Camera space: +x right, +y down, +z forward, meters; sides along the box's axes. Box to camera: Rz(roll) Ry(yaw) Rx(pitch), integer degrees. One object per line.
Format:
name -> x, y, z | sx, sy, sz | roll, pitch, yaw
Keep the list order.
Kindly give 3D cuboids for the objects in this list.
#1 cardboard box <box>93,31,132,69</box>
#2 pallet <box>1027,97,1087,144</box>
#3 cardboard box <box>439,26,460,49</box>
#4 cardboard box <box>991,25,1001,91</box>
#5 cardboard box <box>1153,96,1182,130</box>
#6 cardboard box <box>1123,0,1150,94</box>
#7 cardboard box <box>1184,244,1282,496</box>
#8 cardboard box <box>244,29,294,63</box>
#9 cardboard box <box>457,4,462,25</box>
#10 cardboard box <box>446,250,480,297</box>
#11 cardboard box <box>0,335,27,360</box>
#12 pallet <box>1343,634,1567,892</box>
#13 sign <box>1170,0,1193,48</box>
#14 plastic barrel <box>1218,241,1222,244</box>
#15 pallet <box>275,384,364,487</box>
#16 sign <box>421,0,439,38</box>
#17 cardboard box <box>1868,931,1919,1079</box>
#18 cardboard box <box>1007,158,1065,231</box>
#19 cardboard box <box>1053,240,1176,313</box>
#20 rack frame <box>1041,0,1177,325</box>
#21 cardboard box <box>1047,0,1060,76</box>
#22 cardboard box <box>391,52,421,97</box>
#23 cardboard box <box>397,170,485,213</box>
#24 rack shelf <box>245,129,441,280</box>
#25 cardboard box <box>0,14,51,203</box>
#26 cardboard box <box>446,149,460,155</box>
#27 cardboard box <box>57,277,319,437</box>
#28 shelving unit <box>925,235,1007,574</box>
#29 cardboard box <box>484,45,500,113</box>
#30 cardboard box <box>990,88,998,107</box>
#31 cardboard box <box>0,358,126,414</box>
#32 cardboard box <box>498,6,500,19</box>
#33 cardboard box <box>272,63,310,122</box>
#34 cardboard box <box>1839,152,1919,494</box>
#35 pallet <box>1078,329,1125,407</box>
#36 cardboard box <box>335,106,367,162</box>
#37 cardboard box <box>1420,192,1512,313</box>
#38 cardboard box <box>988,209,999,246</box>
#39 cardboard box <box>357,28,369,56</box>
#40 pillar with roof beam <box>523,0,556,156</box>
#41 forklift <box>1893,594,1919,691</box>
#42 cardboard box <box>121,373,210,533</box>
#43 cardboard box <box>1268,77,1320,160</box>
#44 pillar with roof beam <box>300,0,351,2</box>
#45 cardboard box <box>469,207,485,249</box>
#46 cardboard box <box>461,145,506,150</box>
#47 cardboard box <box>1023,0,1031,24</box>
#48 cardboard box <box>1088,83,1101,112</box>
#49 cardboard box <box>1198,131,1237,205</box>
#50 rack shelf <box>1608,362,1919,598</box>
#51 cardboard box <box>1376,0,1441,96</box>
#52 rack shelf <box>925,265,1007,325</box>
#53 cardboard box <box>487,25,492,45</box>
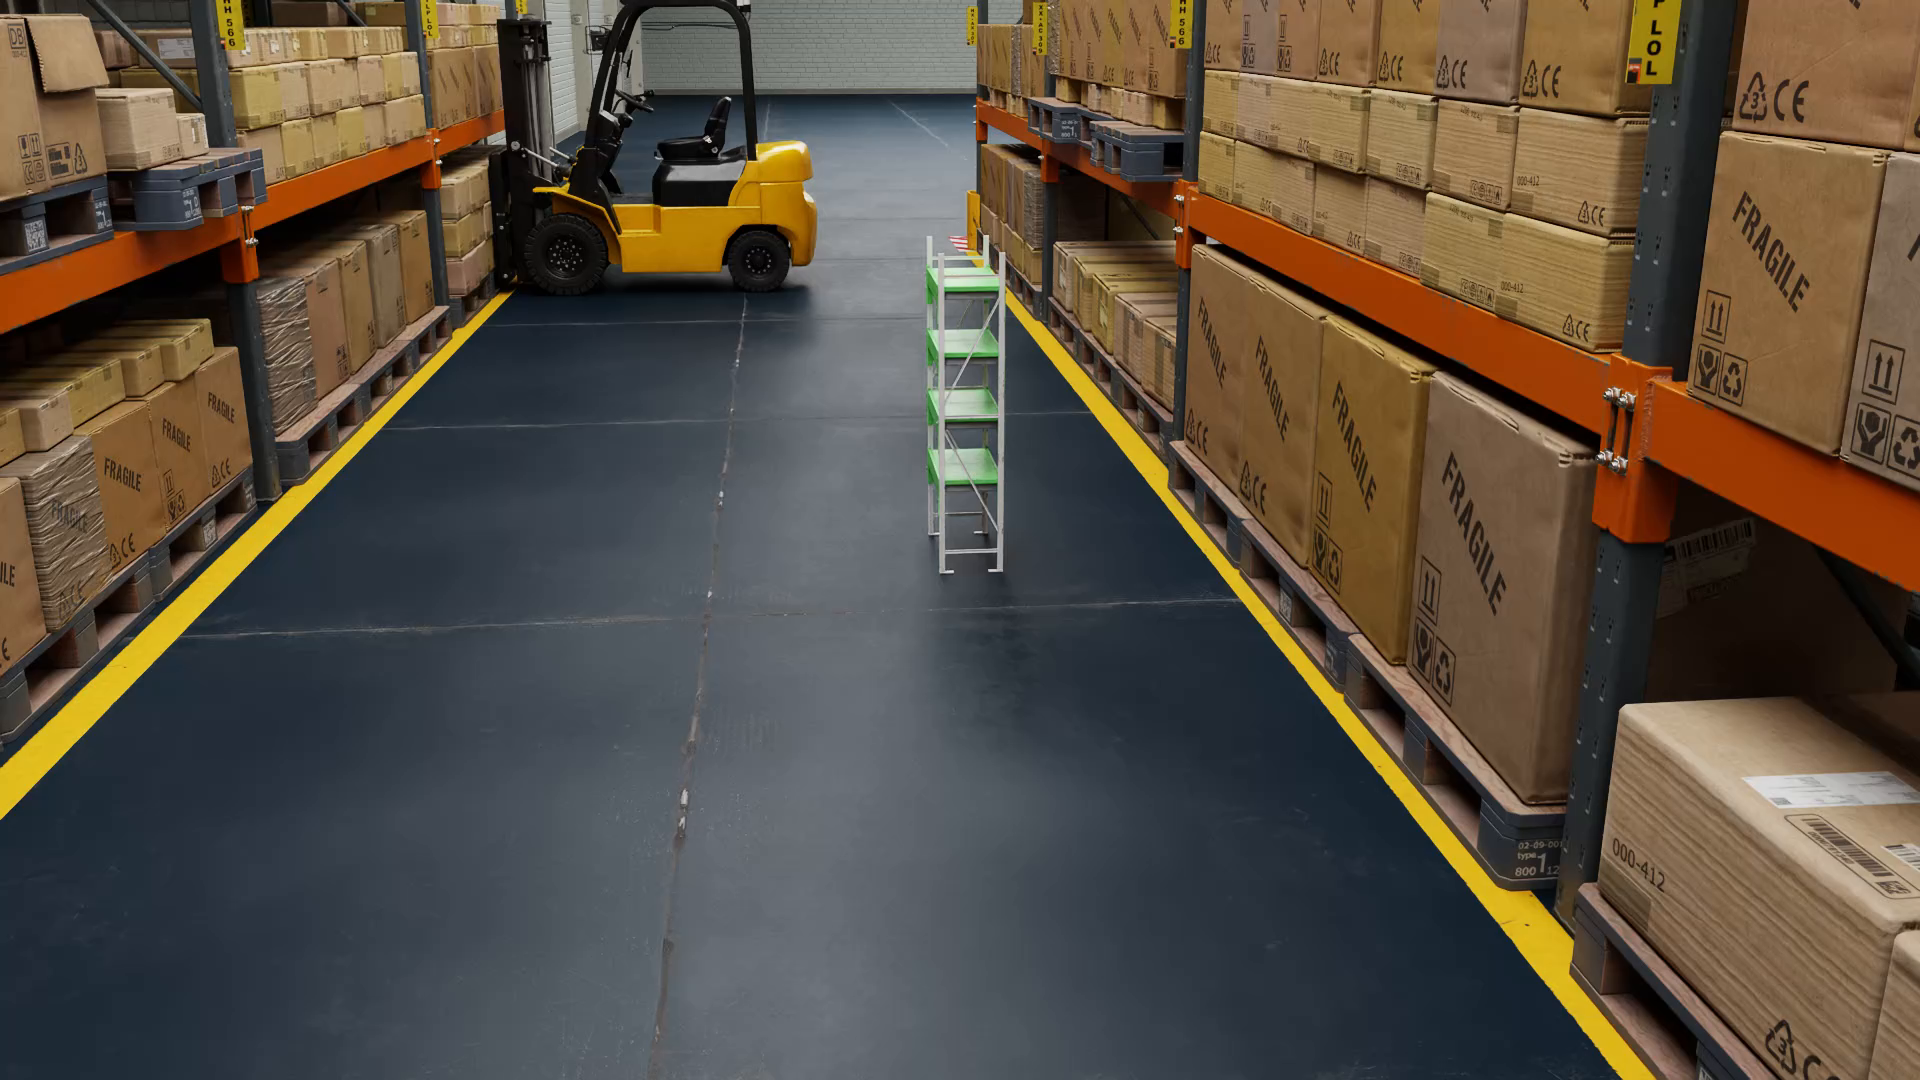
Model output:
cardboard box -> -3.695, -2.038, 6.911 | 0.380, 0.149, 0.250 | -1, 17, -4
pallet -> 0.998, -2.613, 10.311 | 1.003, 0.211, 1.213 | -2, 18, -6
cardboard box -> -3.678, -3.472, 11.478 | 0.380, 0.149, 0.250 | -1, 17, -4
cardboard box -> 0.535, -3.862, 13.307 | 0.500, 0.500, 0.500 | -2, 18, -7
cardboard box -> 1.109, -1.993, 7.736 | 0.380, 0.149, 0.250 | -2, 17, -5
cardboard box -> 1.089, -2.415, 7.997 | 0.500, 0.500, 0.500 | -2, 18, -7
cardboard box -> 1.465, -0.723, 6.818 | 0.875, 0.875, 0.875 | -2, 18, -6
cardboard box -> -3.320, -2.284, 7.695 | 0.380, 0.149, 0.250 | -2, 17, -5
cardboard box -> -3.866, -3.840, 12.155 | 0.380, 0.149, 0.250 | -2, 18, -5
cardboard box -> -3.593, -1.825, 11.371 | 0.500, 0.250, 0.500 | -2, 18, -5
cardboard box -> -3.716, -0.662, 6.168 | 0.380, 0.149, 0.250 | -1, 17, -4
pallet -> 1.735, 0.550, 4.573 | 1.003, 0.211, 1.213 | -2, 18, -6
sign -> 0.938, -2.240, 7.002 | 0.100, 0.325, 0.005 | -2, 18, -6
plastic barrel -> 2.371, -2.330, 13.393 | 0.512, 0.421, 0.421 | 11, 21, 32
pallet -> -3.506, -0.506, 7.937 | 1.003, 0.211, 1.213 | -2, 18, -6
sign -> -3.334, -3.316, 10.431 | 0.100, 0.325, 0.005 | -2, 18, -6
cardboard box -> 1.940, 0.926, 2.295 | 0.875, 0.438, 0.875 | -2, 18, -7
cardboard box -> 0.628, -2.654, 12.761 | 0.500, 0.500, 0.500 | -1, 17, -3
cardboard box -> 1.121, -1.727, 10.855 | 0.950, 0.372, 0.625 | -2, 17, -5
rack frame -> 1.064, -2.936, 11.022 | 1.000, 3.000, 0.127 | -2, 18, -6
cardboard box -> 0.827, -3.178, 10.427 | 0.500, 0.500, 0.500 | -1, 17, -4
cardboard box -> -3.568, -2.810, 10.037 | 0.500, 0.250, 0.500 | -2, 18, -7
cardboard box -> -3.653, -2.454, 11.706 | 0.500, 0.250, 0.500 | -2, 18, -6
rack shelf -> -3.666, -1.843, 8.740 | 1.077, 0.370, 4.000 | -2, 18, -6
cardboard box -> -3.009, -1.186, 4.578 | 0.700, 0.500, 0.500 | -2, 18, -6
cardboard box -> -4.369, -3.041, 13.577 | 0.500, 0.250, 0.500 | -2, 18, -6
cardboard box -> -3.511, -0.844, 7.620 | 0.875, 0.625, 0.625 | -1, 17, -4
shelving unit -> 0.017, -0.523, 6.340 | 0.258, 1.200, 0.503 | -2, 18, -6
cardboard box -> -3.876, -3.575, 12.891 | 0.500, 0.500, 0.500 | -2, 18, -7
cardboard box -> 0.448, -3.667, 13.770 | 0.380, 0.149, 0.250 | -2, 17, -5
cardboard box -> -3.133, -0.528, 5.740 | 0.380, 0.149, 0.250 | -1, 17, -4
cardboard box -> -3.982, -4.300, 13.619 | 0.380, 0.149, 0.250 | -2, 18, -6
cardboard box -> -3.313, -2.046, 7.602 | 0.500, 0.250, 0.500 | -1, 17, -4
cardboard box -> 1.725, -0.303, 2.466 | 0.500, 0.500, 0.500 | -2, 18, -5
pallet -> 1.275, -1.010, 9.541 | 1.003, 0.211, 1.213 | -2, 18, -6
cardboard box -> -3.422, -2.116, 8.660 | 0.500, 0.250, 0.500 | -1, 17, -4
cardboard box -> 1.541, -0.759, 4.337 | 0.500, 0.250, 0.500 | -2, 18, -6
cardboard box -> 0.505, -2.615, 13.889 | 0.500, 0.250, 0.500 | -1, 17, -4
cardboard box -> -3.475, -2.739, 9.144 | 0.380, 0.149, 0.250 | -2, 18, -7
pillar with roof beam -> -2.066, -10.309, 24.490 | 9.100, 9.000, 0.400 | -2, 18, -6
forklift -> 3.298, -0.819, 4.393 | 1.130, 2.935, 3.031 | -3, 18, -9
cardboard box -> -3.161, -0.329, 6.190 | 0.500, 0.500, 0.500 | -2, 18, -6
cardboard box -> 1.375, -1.450, 5.704 | 0.500, 0.250, 0.500 | -2, 18, -6
pillar with roof beam -> -0.828, -6.734, 13.102 | 9.100, 9.000, 0.400 | -2, 18, -6
cardboard box -> -3.669, -2.213, 11.772 | 0.500, 0.250, 0.500 | -2, 18, -6
cardboard box -> -3.928, -3.212, 14.119 | 0.500, 0.250, 0.500 | -1, 17, -4
cardboard box -> 0.921, -4.649, 14.146 | 0.700, 0.500, 0.500 | -2, 18, -7
cardboard box -> 0.914, -2.453, 9.202 | 0.380, 0.149, 0.250 | -1, 17, -4
cardboard box -> 1.277, -1.519, 6.760 | 0.500, 0.250, 0.500 | -2, 18, -7
rack shelf -> 2.096, 0.386, 1.640 | 1.077, 0.370, 4.000 | -2, 18, -6
cardboard box -> 1.500, -1.509, 4.638 | 0.500, 0.500, 0.500 | -1, 17, -4
rack shelf -> 0.017, -0.920, 6.216 | 0.258, 0.148, 0.480 | -2, 18, -6
cardboard box -> -3.860, -3.929, 12.936 | 0.380, 0.149, 0.250 | -2, 18, -7
